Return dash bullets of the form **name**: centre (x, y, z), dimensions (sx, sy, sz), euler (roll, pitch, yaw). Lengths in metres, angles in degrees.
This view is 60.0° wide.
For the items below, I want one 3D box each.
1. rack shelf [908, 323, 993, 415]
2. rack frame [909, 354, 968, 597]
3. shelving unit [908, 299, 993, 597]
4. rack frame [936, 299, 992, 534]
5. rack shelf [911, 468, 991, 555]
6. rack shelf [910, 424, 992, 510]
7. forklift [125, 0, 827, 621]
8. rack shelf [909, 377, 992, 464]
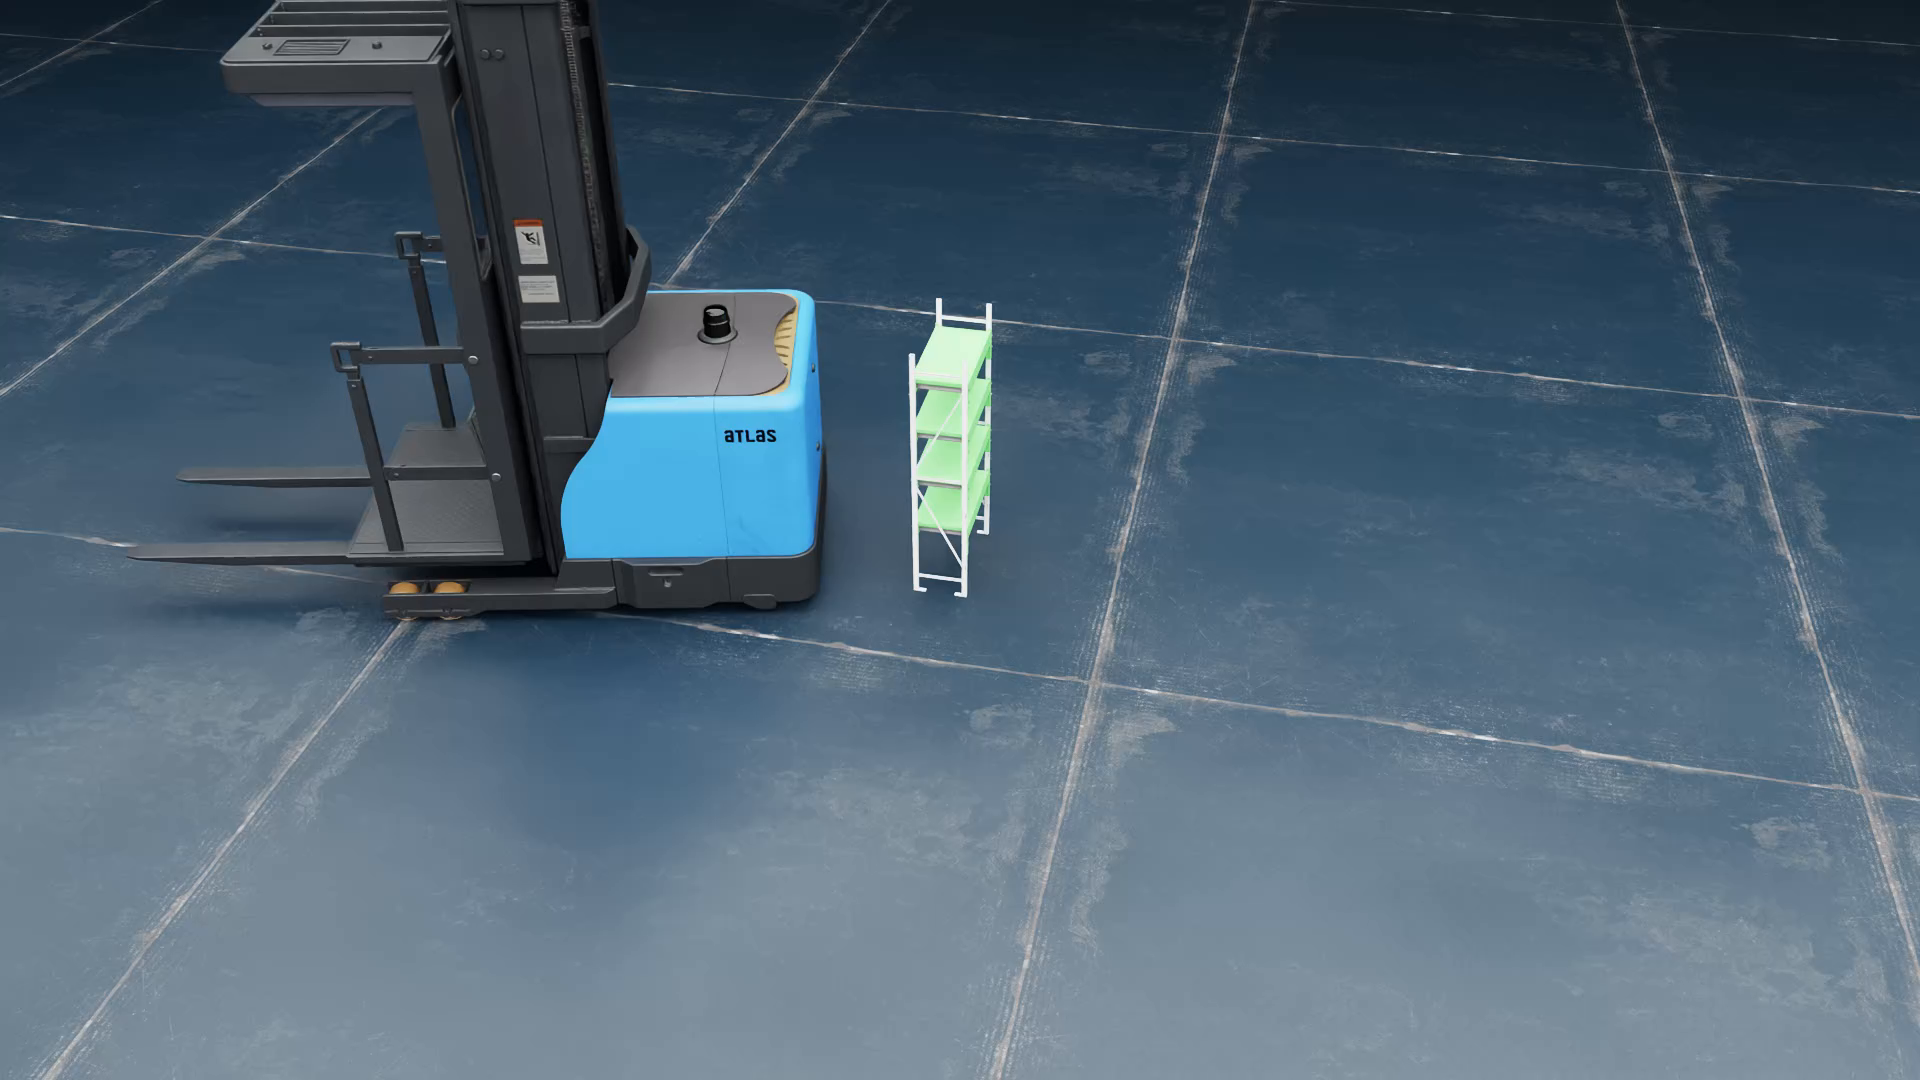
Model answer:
- **rack shelf**: centre (-0.035, -0.728, 7.023), dimensions (0.258, 0.148, 0.480), euler (7, 37, 10)
- **rack frame**: centre (-0.087, -0.251, 7.074), dimensions (0.240, 1.200, 0.015), euler (7, 37, 10)
- **shelving unit**: centre (-0.035, -0.391, 7.267), dimensions (0.258, 1.200, 0.503), euler (7, 37, 10)
- **rack frame**: centre (0.017, -0.531, 7.460), dimensions (0.240, 1.200, 0.015), euler (7, 37, 10)
- **rack shelf**: centre (-0.035, -0.145, 7.445), dimensions (0.258, 0.148, 0.480), euler (7, 37, 10)
- **rack shelf**: centre (-0.035, -0.339, 7.304), dimensions (0.258, 0.148, 0.480), euler (7, 37, 10)
- **forklift**: centre (-2.146, -1.150, 6.839), dimensions (3.031, 2.935, 1.130), euler (-1, 36, -1)
- **rack shelf**: centre (-0.035, -0.534, 7.164), dimensions (0.258, 0.148, 0.480), euler (7, 37, 10)
